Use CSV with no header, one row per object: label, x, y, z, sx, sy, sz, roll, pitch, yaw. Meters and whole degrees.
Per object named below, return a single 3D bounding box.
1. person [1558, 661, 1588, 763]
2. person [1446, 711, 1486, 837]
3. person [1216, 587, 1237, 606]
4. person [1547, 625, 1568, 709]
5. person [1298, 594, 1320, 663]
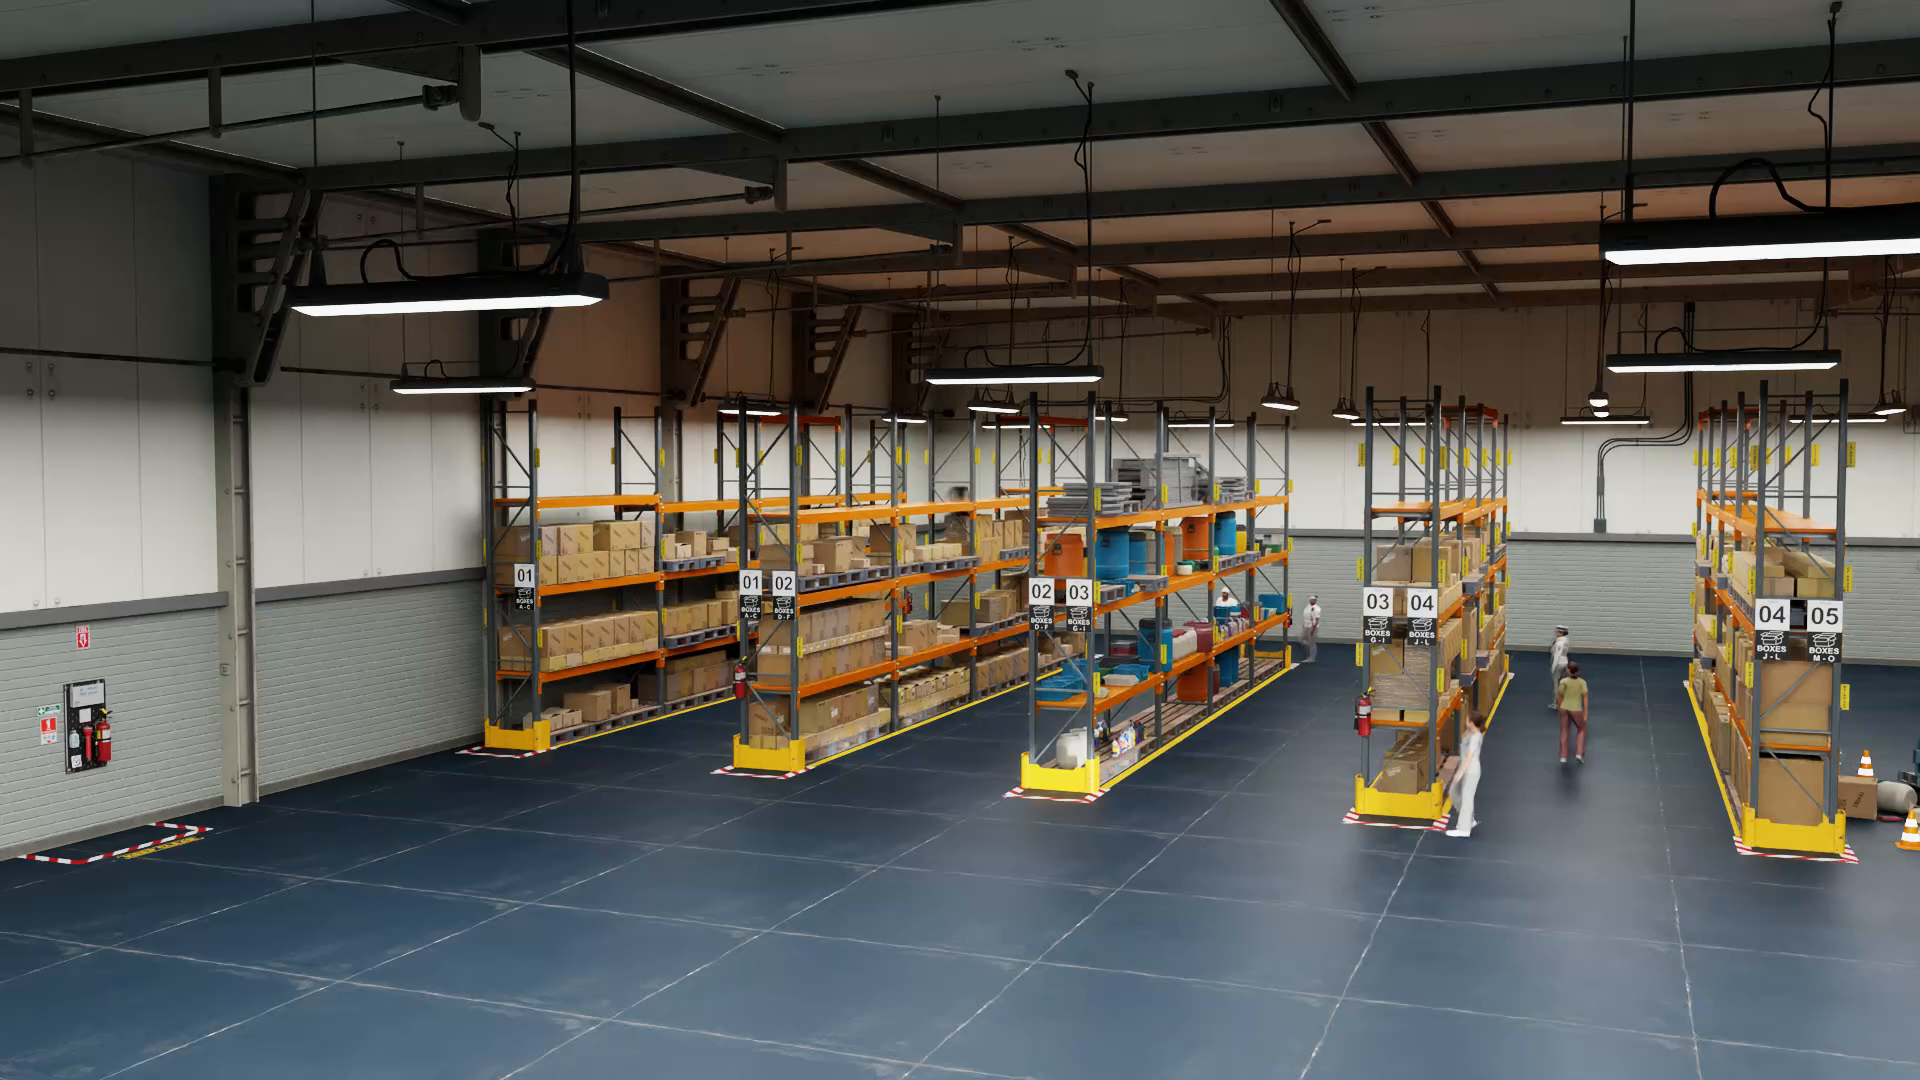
person,10.042,2.842,27.252,0.552,1.726,0.506,-3,4,-42
person,6.692,3.097,22.012,0.499,1.688,0.486,0,3,0
person,6.669,2.081,41.583,0.651,1.819,0.823,1,3,20
person,11.952,2.534,33.240,0.379,1.676,0.514,2,4,40
person,8.501,2.151,40.537,0.437,1.685,0.526,-1,3,-20
